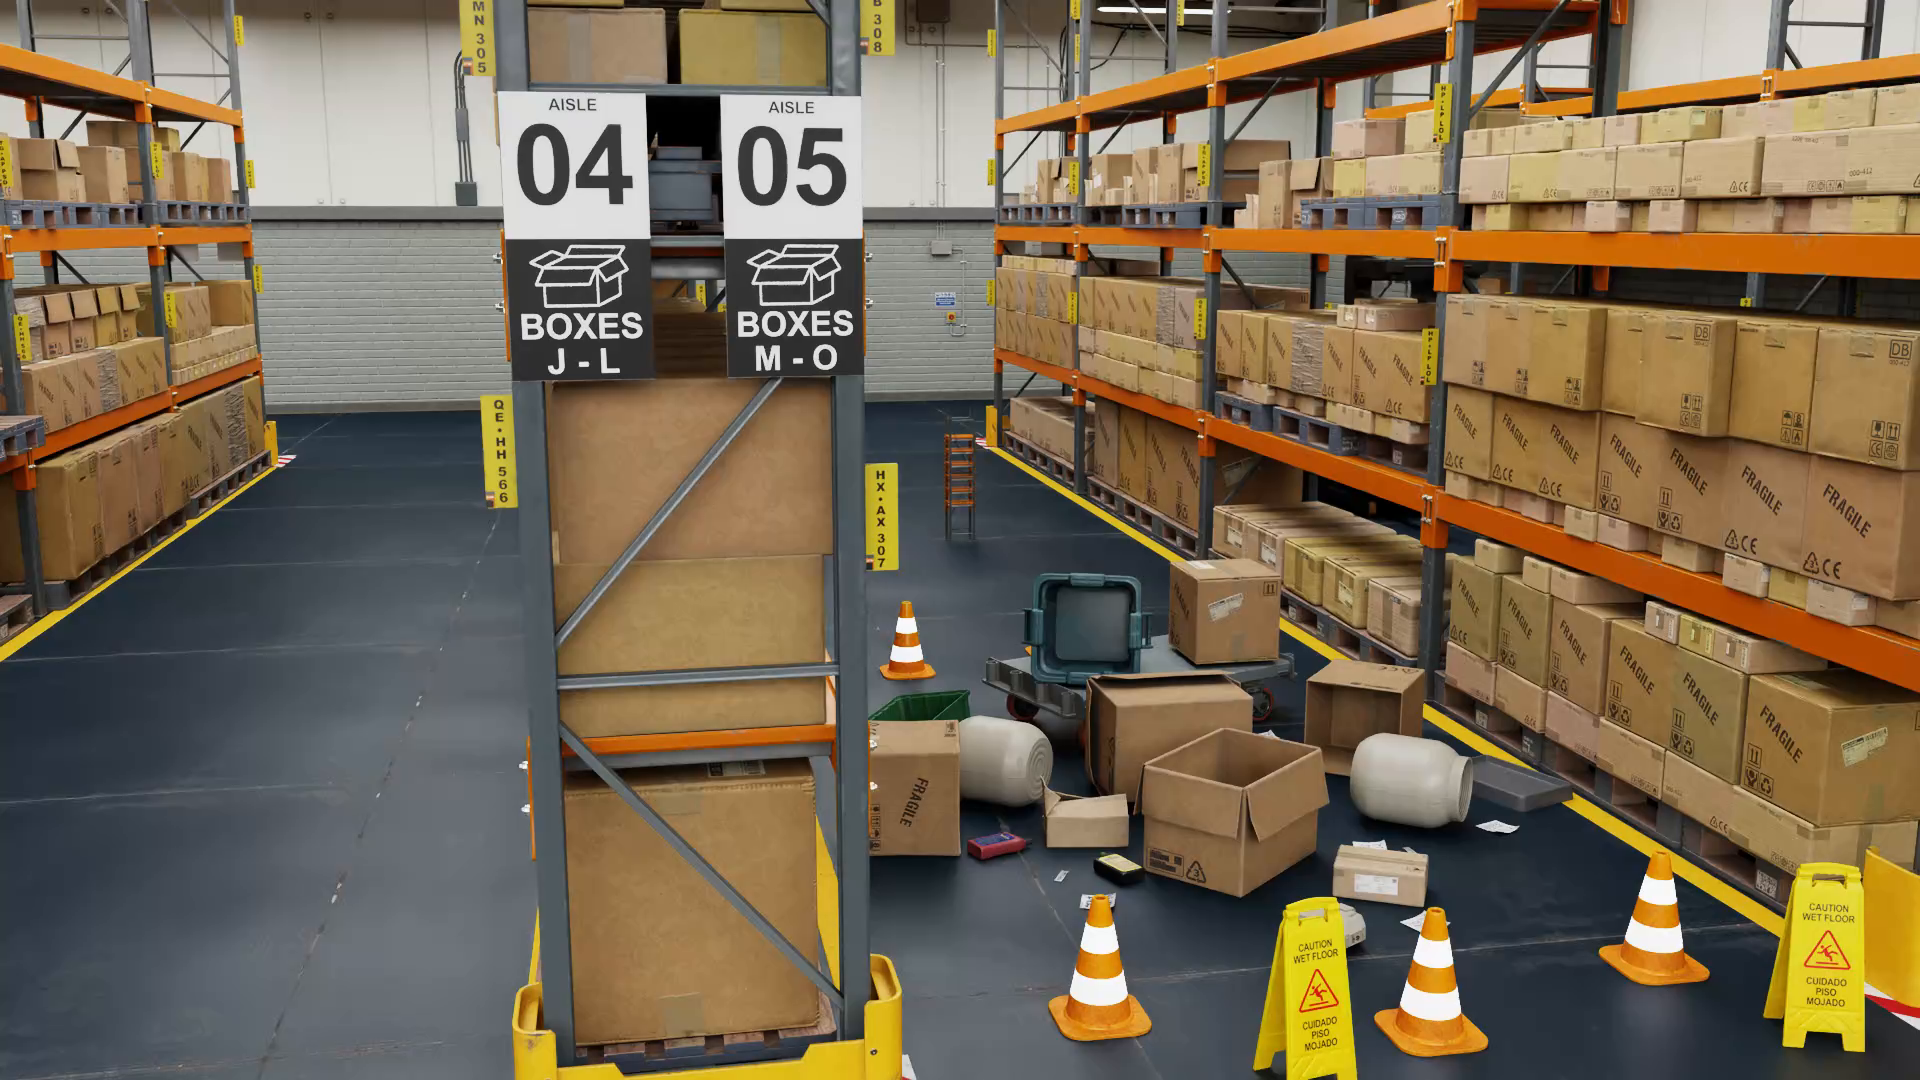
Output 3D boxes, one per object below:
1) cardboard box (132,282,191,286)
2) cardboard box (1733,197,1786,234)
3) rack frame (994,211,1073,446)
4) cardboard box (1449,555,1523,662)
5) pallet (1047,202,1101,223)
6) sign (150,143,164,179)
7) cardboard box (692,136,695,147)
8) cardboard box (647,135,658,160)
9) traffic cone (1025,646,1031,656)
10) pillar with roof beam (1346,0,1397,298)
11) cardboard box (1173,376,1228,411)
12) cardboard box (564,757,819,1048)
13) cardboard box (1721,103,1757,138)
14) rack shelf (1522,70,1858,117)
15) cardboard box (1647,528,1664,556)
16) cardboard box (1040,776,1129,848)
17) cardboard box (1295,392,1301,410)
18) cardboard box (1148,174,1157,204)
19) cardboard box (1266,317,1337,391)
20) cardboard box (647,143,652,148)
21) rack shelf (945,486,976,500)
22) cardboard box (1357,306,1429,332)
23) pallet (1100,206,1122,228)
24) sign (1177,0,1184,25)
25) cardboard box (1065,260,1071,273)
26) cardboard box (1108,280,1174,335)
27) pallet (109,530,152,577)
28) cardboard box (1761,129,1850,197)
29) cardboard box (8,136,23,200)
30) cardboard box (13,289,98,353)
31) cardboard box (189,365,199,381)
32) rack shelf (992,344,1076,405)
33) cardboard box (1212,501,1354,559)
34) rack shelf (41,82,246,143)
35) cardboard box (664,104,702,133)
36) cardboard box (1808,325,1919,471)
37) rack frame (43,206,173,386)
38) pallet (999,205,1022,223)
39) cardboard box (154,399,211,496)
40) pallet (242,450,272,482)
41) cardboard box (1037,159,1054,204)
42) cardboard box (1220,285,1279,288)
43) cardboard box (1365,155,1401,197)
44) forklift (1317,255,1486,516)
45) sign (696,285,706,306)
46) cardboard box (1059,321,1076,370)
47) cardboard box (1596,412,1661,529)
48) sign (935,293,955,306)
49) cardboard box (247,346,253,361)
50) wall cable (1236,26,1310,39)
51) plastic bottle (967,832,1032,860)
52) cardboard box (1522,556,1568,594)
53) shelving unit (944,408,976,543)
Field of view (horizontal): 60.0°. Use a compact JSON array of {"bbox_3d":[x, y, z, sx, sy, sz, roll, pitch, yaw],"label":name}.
[{"bbox_3d":[-8.853,-2.609,18.484,0.500,0.500,0.500,-2,11,-12],"label":"cardboard box"},{"bbox_3d":[3.532,-1.377,7.057,0.380,0.149,0.250,-2,11,-11],"label":"cardboard box"},{"bbox_3d":[0.942,-2.719,21.457,1.000,3.000,0.127,-2,11,-11],"label":"rack frame"},{"bbox_3d":[3.126,0.376,9.422,0.500,0.500,0.500,-2,11,-8],"label":"cardboard box"},{"bbox_3d":[1.571,-3.565,18.121,1.003,0.211,1.213,-2,11,-11],"label":"pallet"},{"bbox_3d":[-7.470,-3.528,15.464,0.100,0.325,0.005,-2,11,-11],"label":"sign"},{"bbox_3d":[-0.978,-1.683,7.277,0.380,0.149,0.250,-2,11,-10],"label":"cardboard box"},{"bbox_3d":[-1.854,-2.098,9.186,0.500,0.250,0.500,-2,11,-10],"label":"cardboard box"},{"bbox_3d":[0.624,0.535,11.147,0.336,0.463,0.334,-2,11,-11],"label":"traffic cone"},{"bbox_3d":[1.947,-6.218,23.796,9.100,9.000,0.548,-2,11,-11],"label":"pillar with roof beam"},{"bbox_3d":[2.145,-1.261,14.200,0.500,0.250,0.500,-3,11,-13],"label":"cardboard box"},{"bbox_3d":[-0.979,1.130,5.797,0.875,0.875,0.875,-2,11,-11],"label":"cardboard box"},{"bbox_3d":[3.554,-1.815,7.224,0.380,0.149,0.250,-2,11,-13],"label":"cardboard box"},{"bbox_3d":[6.977,-4.197,16.171,1.077,0.370,4.000,-2,11,-11],"label":"rack shelf"},{"bbox_3d":[3.493,-0.003,7.859,0.380,0.149,0.250,-2,11,-11],"label":"cardboard box"},{"bbox_3d":[0.581,1.272,7.802,0.396,0.266,0.258,0,11,-1],"label":"cardboard box"},{"bbox_3d":[2.659,-1.020,12.082,0.380,0.149,0.250,-2,11,-9],"label":"cardboard box"},{"bbox_3d":[1.887,-3.105,14.702,0.396,0.266,0.258,-2,11,-12],"label":"cardboard box"},{"bbox_3d":[2.577,-1.369,12.183,0.500,0.500,0.500,-2,11,-10],"label":"cardboard box"},{"bbox_3d":[-1.739,-2.021,7.983,0.500,0.250,0.500,-2,11,-11],"label":"cardboard box"},{"bbox_3d":[0.003,-0.425,15.101,0.258,0.103,0.180,-2,11,-11],"label":"rack shelf"},{"bbox_3d":[2.818,-1.440,10.820,0.380,0.149,0.250,-2,11,-13],"label":"cardboard box"},{"bbox_3d":[1.947,-3.198,16.466,0.805,0.209,1.217,-3,11,-13],"label":"pallet"},{"bbox_3d":[2.250,-5.452,17.062,0.100,0.325,0.005,-2,11,-11],"label":"sign"},{"bbox_3d":[1.364,-2.987,18.192,0.380,0.149,0.250,-2,11,-11],"label":"cardboard box"},{"bbox_3d":[1.745,-2.250,16.052,0.500,0.500,0.500,-2,11,-12],"label":"cardboard box"},{"bbox_3d":[-7.536,0.108,14.063,1.003,0.211,1.213,-2,11,-11],"label":"pallet"},{"bbox_3d":[3.607,-1.507,6.675,0.500,0.250,0.500,-2,11,-12],"label":"cardboard box"},{"bbox_3d":[-7.666,-2.884,12.915,0.500,0.500,0.500,-2,11,-8],"label":"cardboard box"},{"bbox_3d":[-7.610,-1.810,13.733,0.797,0.503,0.637,-2,11,-9],"label":"cardboard box"},{"bbox_3d":[-7.835,-1.664,16.588,0.380,0.149,0.250,-2,11,-9],"label":"cardboard box"},{"bbox_3d":[1.331,-1.998,19.597,1.077,0.370,4.000,-2,11,-11],"label":"rack shelf"},{"bbox_3d":[2.598,-0.063,13.409,0.950,0.372,0.625,-3,11,-15],"label":"cardboard box"},{"bbox_3d":[-8.390,-4.389,17.180,1.077,0.370,4.000,-2,11,-11],"label":"rack shelf"},{"bbox_3d":[-0.919,-1.762,6.626,0.500,0.250,0.500,-2,11,-11],"label":"cardboard box"},{"bbox_3d":[3.740,-0.556,6.360,0.700,0.500,0.500,-2,11,-12],"label":"cardboard box"},{"bbox_3d":[-8.001,-1.625,15.710,1.000,3.000,0.127,-2,11,-11],"label":"rack frame"},{"bbox_3d":[1.097,-4.013,20.472,1.003,0.211,1.213,-2,11,-11],"label":"pallet"},{"bbox_3d":[-8.051,-0.911,16.520,0.875,0.875,0.875,-2,11,-11],"label":"cardboard box"},{"bbox_3d":[-8.546,-0.844,19.069,1.003,0.211,1.213,-2,11,-11],"label":"pallet"},{"bbox_3d":[1.187,-4.121,19.148,0.500,0.500,0.500,-2,11,-10],"label":"cardboard box"},{"bbox_3d":[2.536,-1.982,14.644,0.500,0.500,0.500,-2,11,-11],"label":"cardboard box"},{"bbox_3d":[2.927,-2.319,10.612,0.500,0.250,0.500,-2,11,-10],"label":"cardboard box"},{"bbox_3d":[4.461,-1.749,16.546,1.130,2.935,3.031,-2,11,-12],"label":"forklift"},{"bbox_3d":[-2.572,-2.376,16.561,0.100,0.325,0.005,-2,11,-11],"label":"sign"},{"bbox_3d":[1.379,-2.110,17.992,0.500,0.500,0.500,-2,11,-10],"label":"cardboard box"},{"bbox_3d":[3.411,-0.346,7.931,0.500,0.500,0.500,-2,11,-10],"label":"cardboard box"},{"bbox_3d":[-0.237,-3.894,26.911,0.327,0.218,0.001,-2,11,-11],"label":"sign"},{"bbox_3d":[-8.334,-2.134,19.057,0.380,0.149,0.250,-2,11,-10],"label":"cardboard box"},{"bbox_3d":[5.968,-9.661,27.012,2.988,3.039,0.133,-2,11,-11],"label":"wall cable"},{"bbox_3d":[0.186,1.403,7.663,0.283,0.061,0.133,-6,13,-31],"label":"plastic bottle"},{"bbox_3d":[3.193,0.177,8.734,0.380,0.149,0.250,-2,11,-9],"label":"cardboard box"},{"bbox_3d":[0.003,-0.587,15.070,0.258,1.200,0.189,-2,11,-11],"label":"shelving unit"}]
